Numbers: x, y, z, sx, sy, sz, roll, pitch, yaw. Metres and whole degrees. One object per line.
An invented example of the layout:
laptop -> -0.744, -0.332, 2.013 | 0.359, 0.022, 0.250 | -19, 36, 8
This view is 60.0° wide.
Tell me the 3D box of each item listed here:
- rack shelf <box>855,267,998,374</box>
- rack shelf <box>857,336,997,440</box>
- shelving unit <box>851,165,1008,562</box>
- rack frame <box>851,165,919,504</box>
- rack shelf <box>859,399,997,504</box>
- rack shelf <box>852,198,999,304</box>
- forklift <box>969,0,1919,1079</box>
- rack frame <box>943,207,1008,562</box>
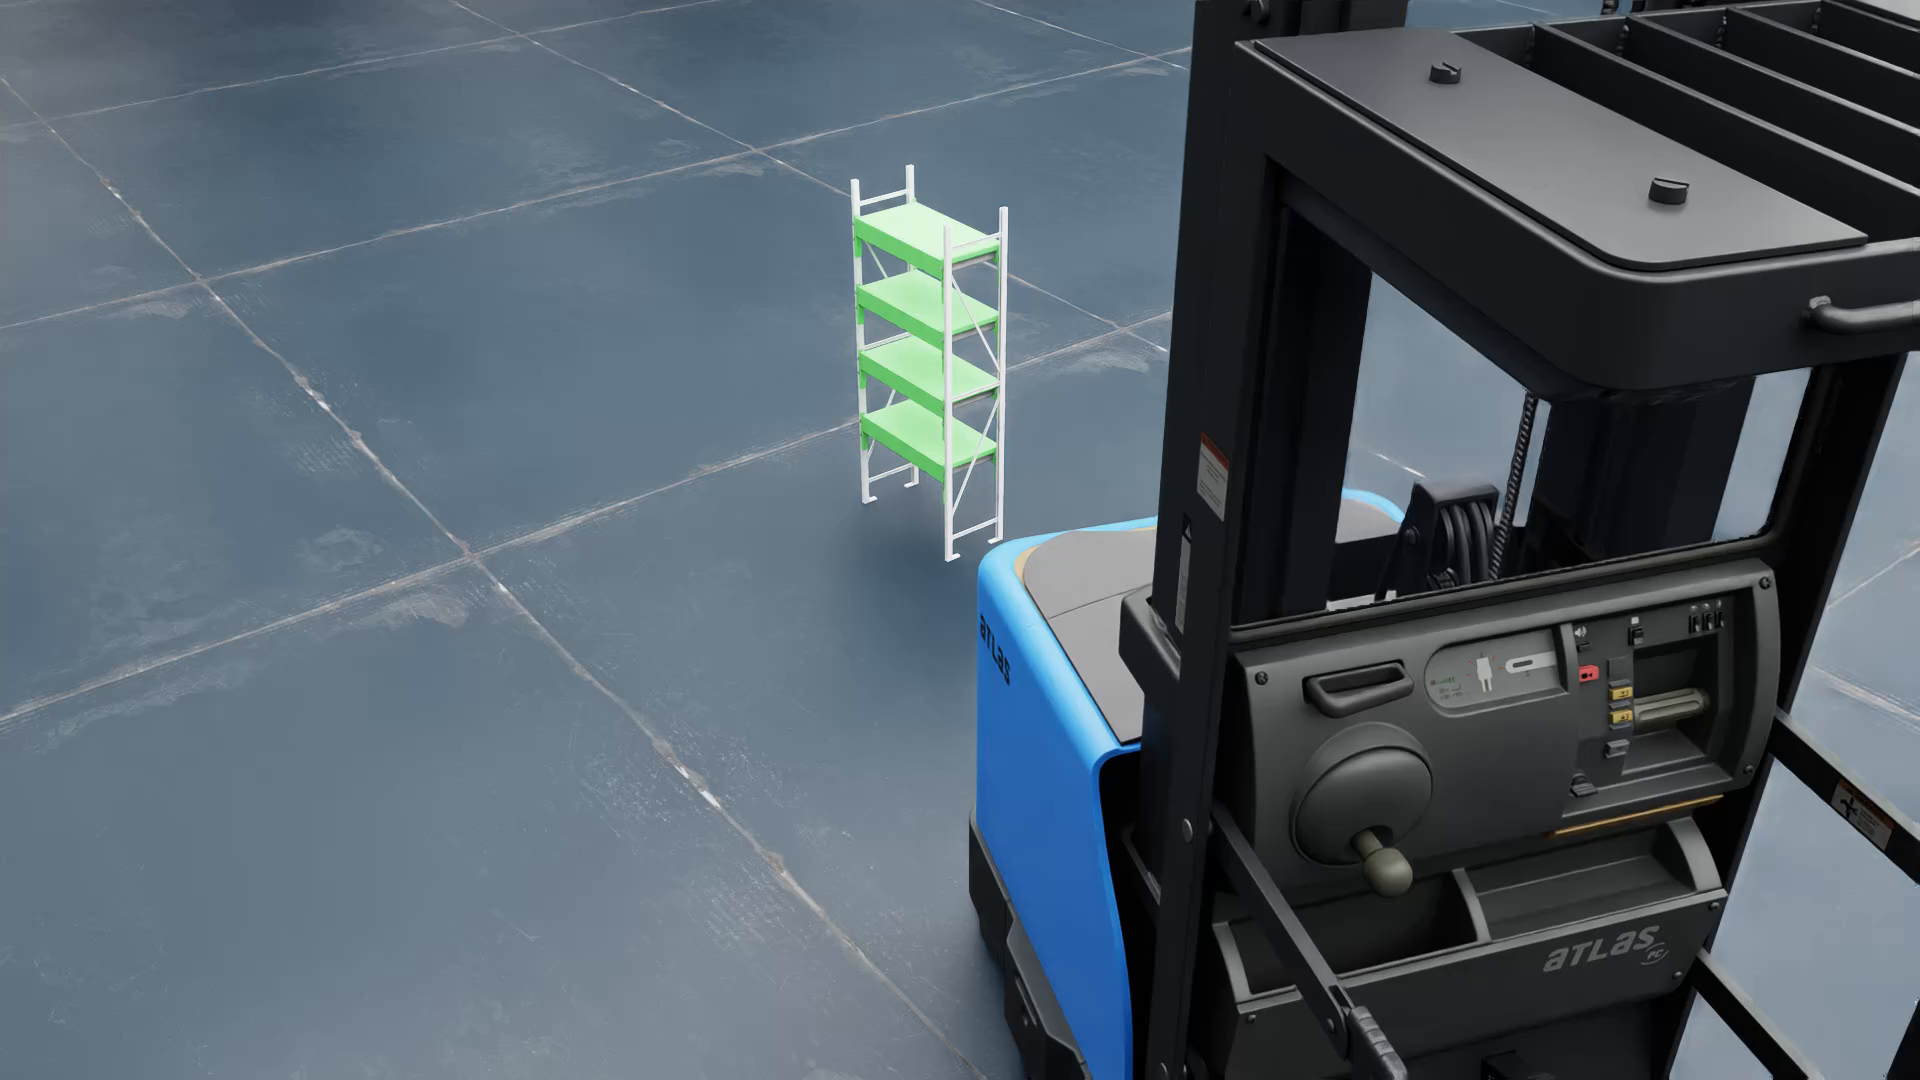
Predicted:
rack shelf -> -0.102, -0.728, 5.452 | 0.258, 0.148, 0.480 | -22, 38, -31
rack shelf -> -0.102, -0.524, 5.578 | 0.258, 0.148, 0.480 | -22, 38, -31
shelving unit -> -0.102, -0.579, 5.545 | 0.258, 1.200, 0.503 | -22, 38, -31
rack frame -> -0.251, -0.680, 5.708 | 0.240, 1.200, 0.015 | -22, 38, -31
rack shelf -> -0.102, -0.321, 5.705 | 0.258, 0.148, 0.480 | -22, 38, -31
rack shelf -> -0.101, -0.932, 5.325 | 0.258, 0.148, 0.480 | -22, 38, -31
forklift -> 0.935, 0.345, 2.417 | 1.130, 2.935, 3.031 | -9, 33, -14
rack frame -> 0.048, -0.477, 5.381 | 0.240, 1.200, 0.015 | -22, 38, -31
